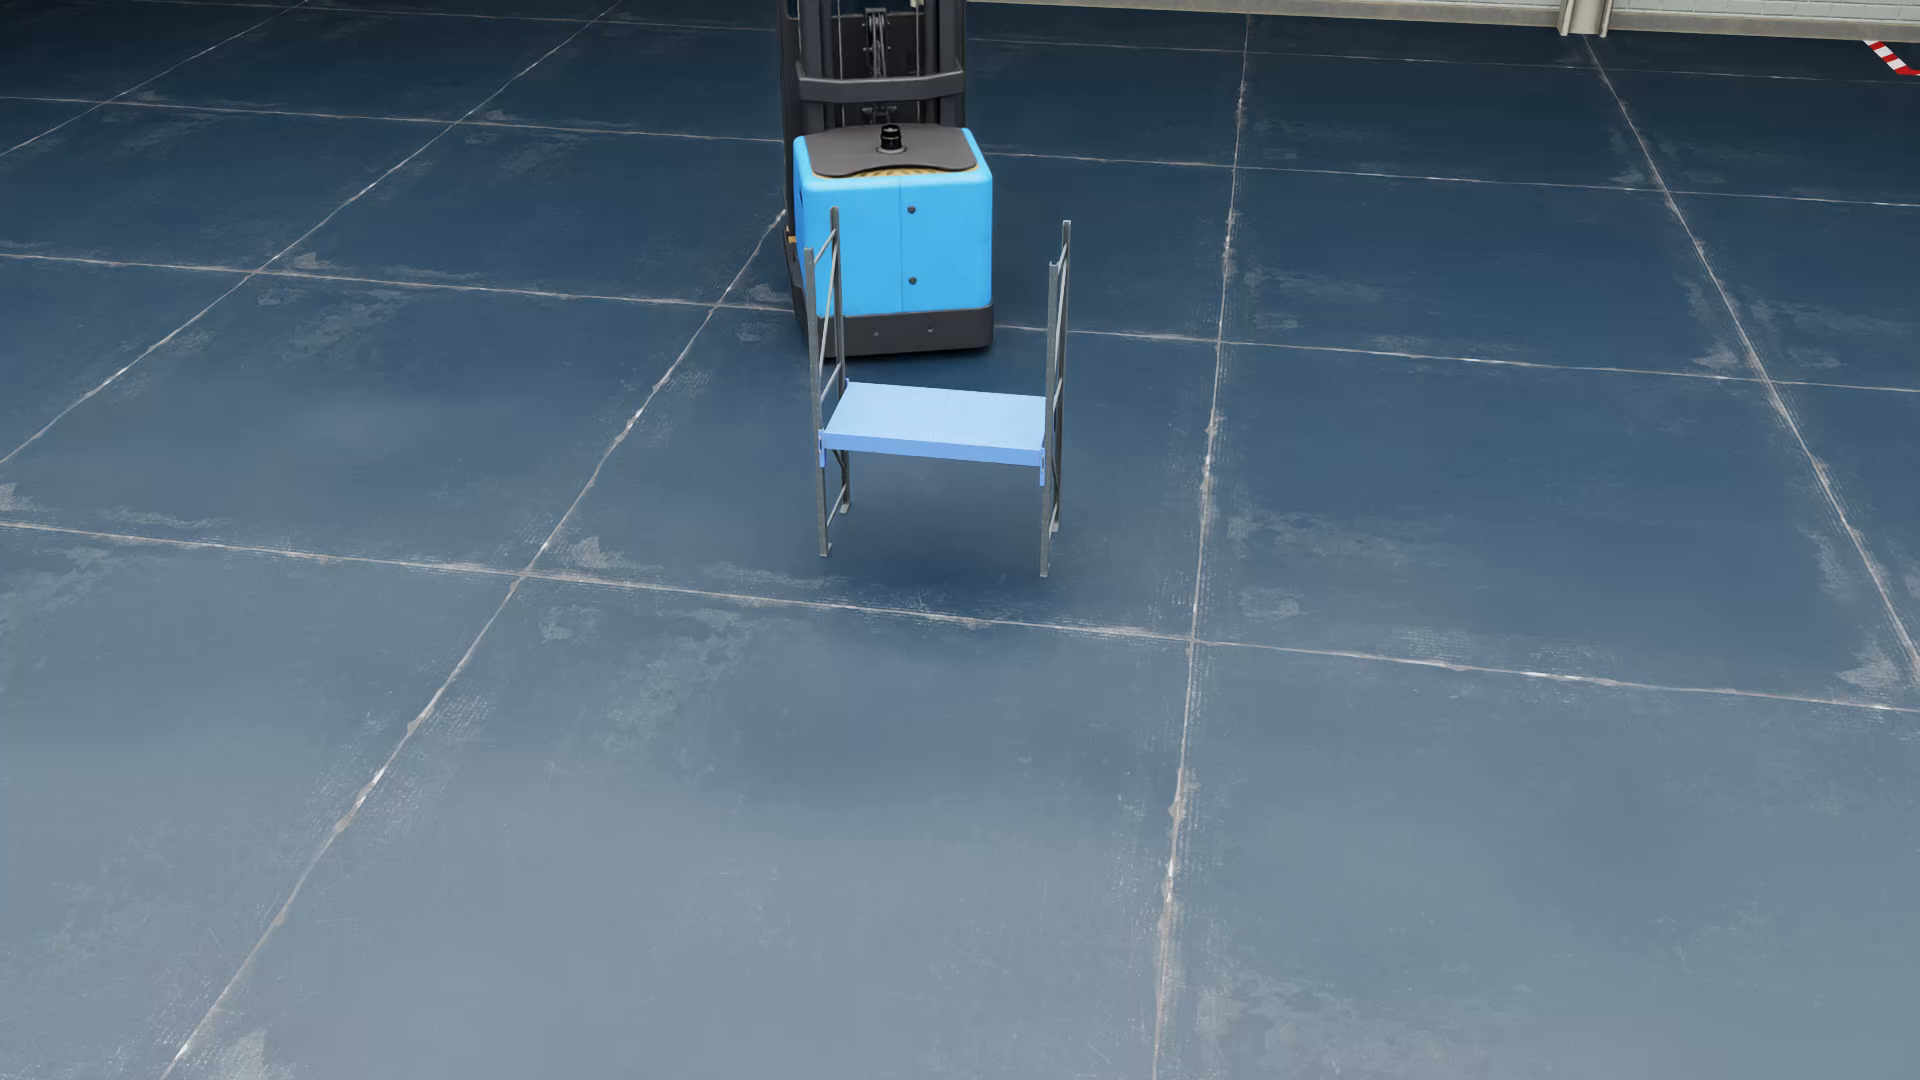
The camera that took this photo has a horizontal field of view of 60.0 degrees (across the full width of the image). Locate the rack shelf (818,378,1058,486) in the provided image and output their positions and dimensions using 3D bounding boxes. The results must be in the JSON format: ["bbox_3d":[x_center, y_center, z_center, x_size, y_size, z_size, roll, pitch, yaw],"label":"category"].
[{"bbox_3d":[-0.084,-0.491,7.460,1.000,0.185,0.538,5,32,8],"label":"rack shelf"}]

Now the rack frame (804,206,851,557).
[{"bbox_3d":[-0.585,-0.689,7.437,0.032,1.500,0.500,5,32,8],"label":"rack frame"}]

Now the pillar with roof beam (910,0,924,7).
[{"bbox_3d":[-0.980,-6.730,10.021,0.400,9.000,9.100,5,32,8],"label":"pillar with roof beam"}]

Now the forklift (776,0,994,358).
[{"bbox_3d":[-0.545,-3.021,9.815,1.130,2.935,3.031,-5,32,-7],"label":"forklift"}]

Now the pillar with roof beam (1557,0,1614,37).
[{"bbox_3d":[4.935,-6.195,9.165,0.400,9.000,9.100,5,32,8],"label":"pillar with roof beam"}]

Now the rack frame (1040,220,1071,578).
[{"bbox_3d":[0.417,-0.598,7.292,0.032,1.500,0.500,5,32,8],"label":"rack frame"}]

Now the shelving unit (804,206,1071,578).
[{"bbox_3d":[-0.084,-0.643,7.364,1.048,1.500,0.538,5,32,8],"label":"shelving unit"}]
